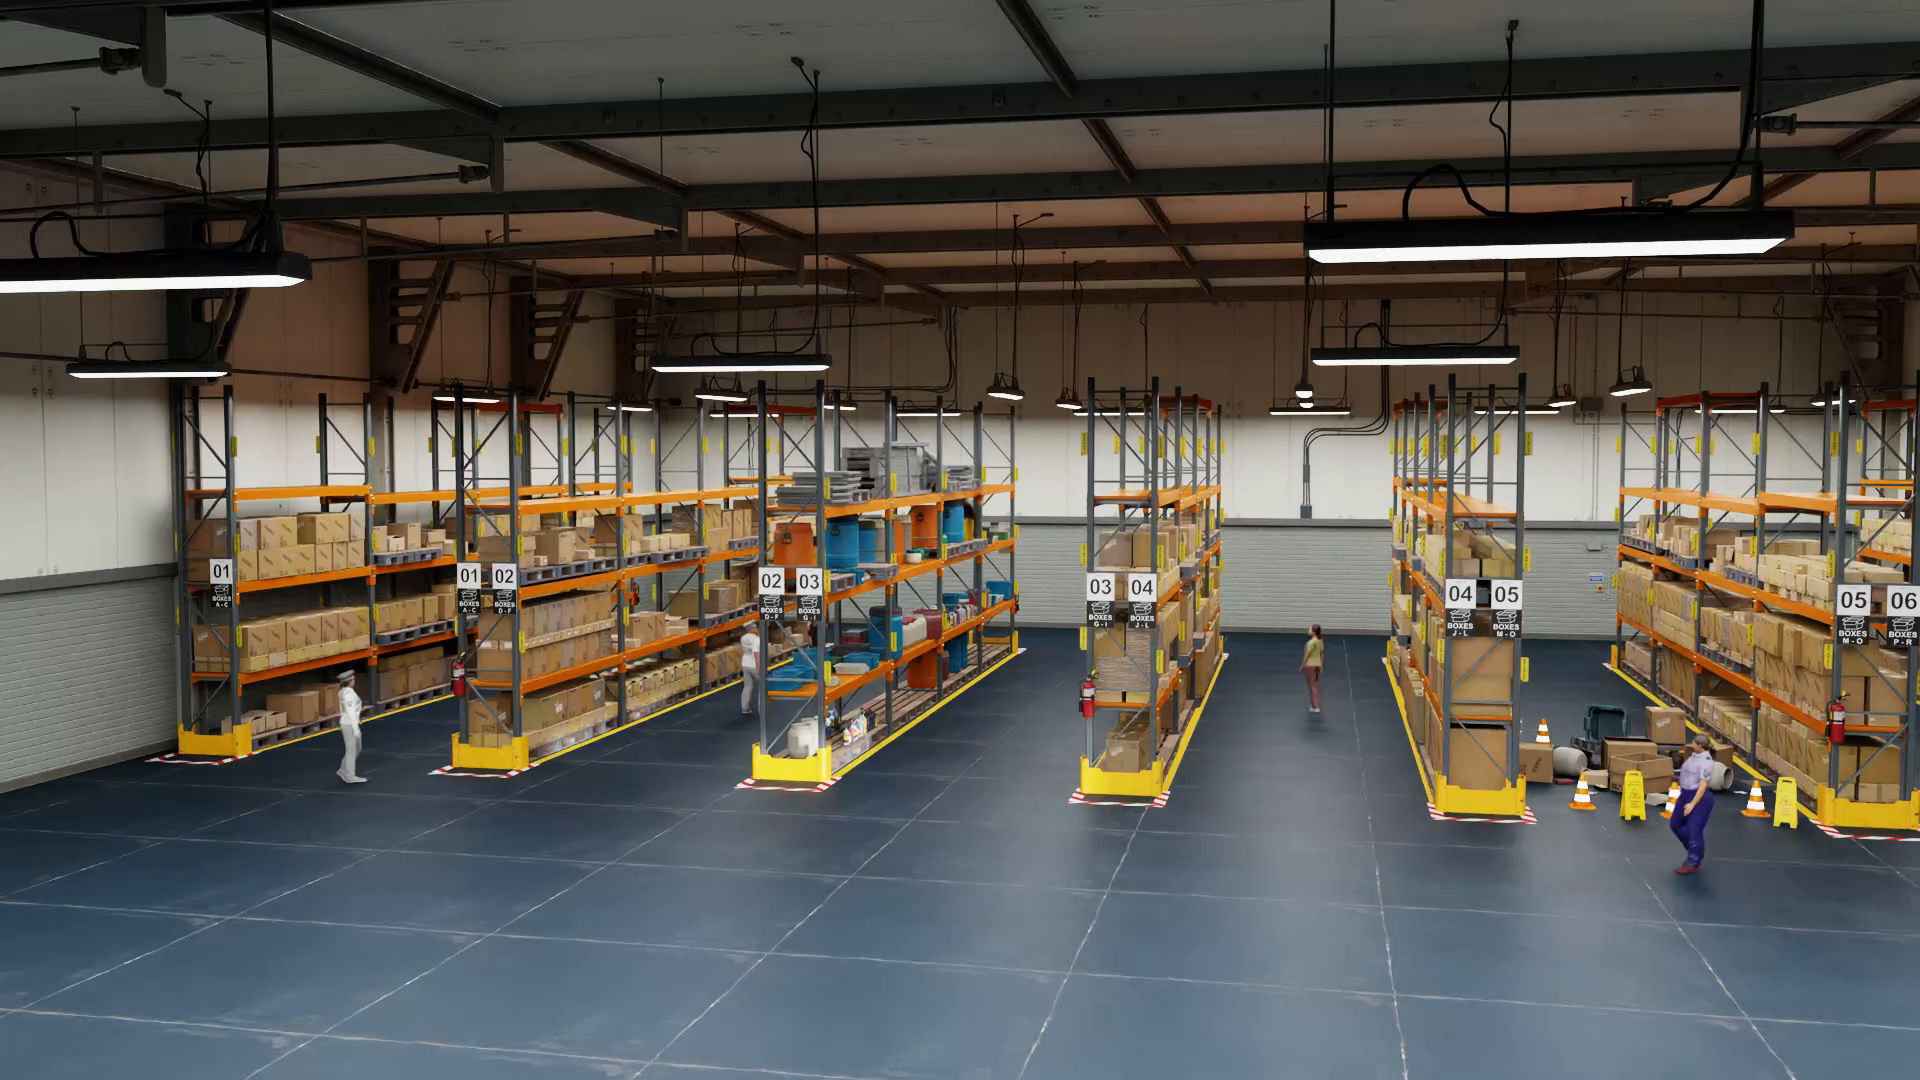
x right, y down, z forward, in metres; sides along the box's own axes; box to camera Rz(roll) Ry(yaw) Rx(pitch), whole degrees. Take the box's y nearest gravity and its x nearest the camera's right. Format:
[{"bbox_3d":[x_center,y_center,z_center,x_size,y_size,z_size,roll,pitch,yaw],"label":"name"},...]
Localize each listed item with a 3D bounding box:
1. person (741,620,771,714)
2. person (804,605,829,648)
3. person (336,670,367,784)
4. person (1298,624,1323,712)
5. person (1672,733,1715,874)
[{"bbox_3d":[-3.827,2.414,31.124,0.538,1.851,0.615,3,4,42],"label":"person"},{"bbox_3d":[-3.299,1.974,37.920,0.543,1.736,1.028,1,3,11],"label":"person"},{"bbox_3d":[-9.090,2.785,24.775,0.470,1.695,0.561,-1,3,-13],"label":"person"},{"bbox_3d":[6.631,2.440,31.354,0.507,1.715,0.581,-2,4,-35],"label":"person"},{"bbox_3d":[8.622,3.104,19.590,0.471,1.697,0.550,-1,3,-10],"label":"person"}]
